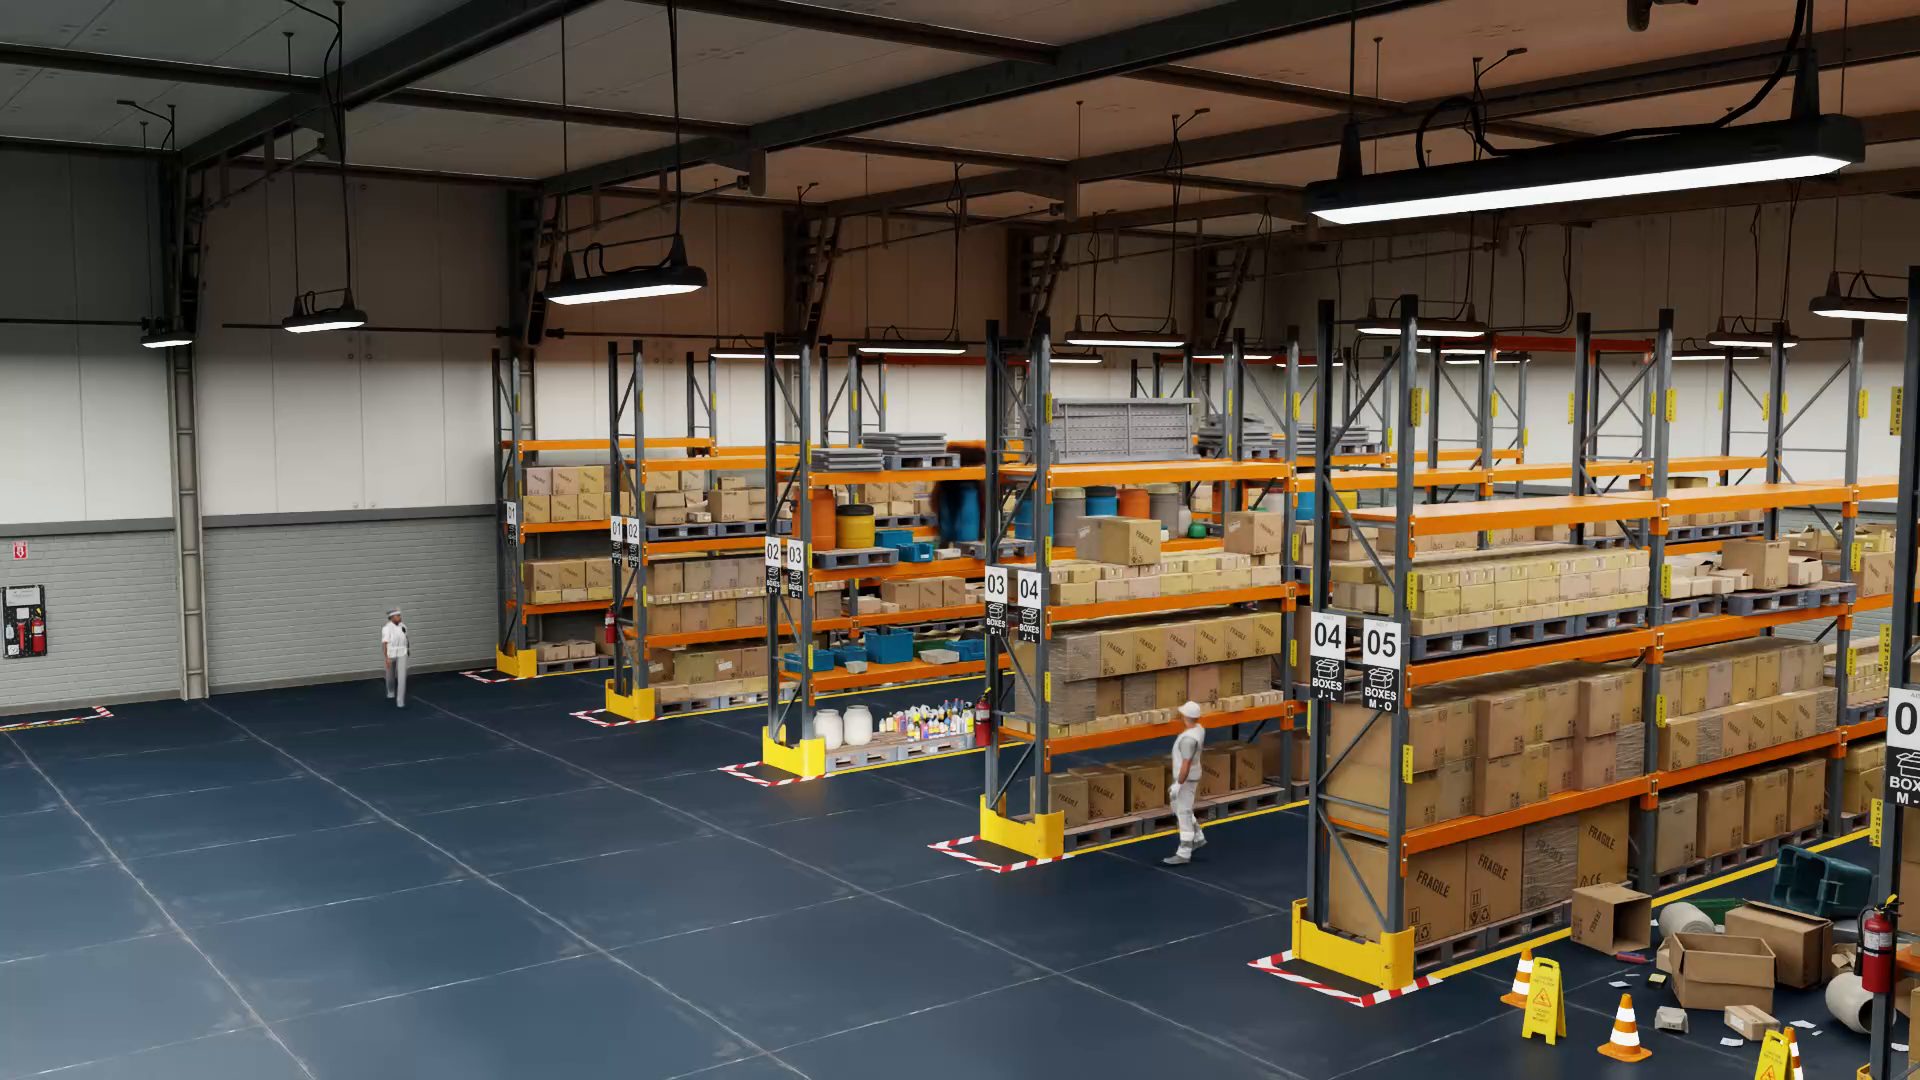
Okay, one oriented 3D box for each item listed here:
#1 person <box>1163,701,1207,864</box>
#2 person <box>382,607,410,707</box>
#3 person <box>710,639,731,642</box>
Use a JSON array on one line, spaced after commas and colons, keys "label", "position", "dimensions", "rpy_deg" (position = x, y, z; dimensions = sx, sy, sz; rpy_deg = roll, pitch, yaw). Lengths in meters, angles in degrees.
[{"label": "person", "position": [2.502, 2.652, 18.385], "dimensions": [0.492, 1.786, 0.639], "rpy_deg": [1, 5, 7]}, {"label": "person", "position": [-9.359, 1.912, 27.607], "dimensions": [0.437, 1.632, 0.911], "rpy_deg": [-2, 5, -19]}, {"label": "person", "position": [-4.443, 1.704, 30.029], "dimensions": [0.626, 1.777, 0.468], "rpy_deg": [-1, 5, -6]}]
